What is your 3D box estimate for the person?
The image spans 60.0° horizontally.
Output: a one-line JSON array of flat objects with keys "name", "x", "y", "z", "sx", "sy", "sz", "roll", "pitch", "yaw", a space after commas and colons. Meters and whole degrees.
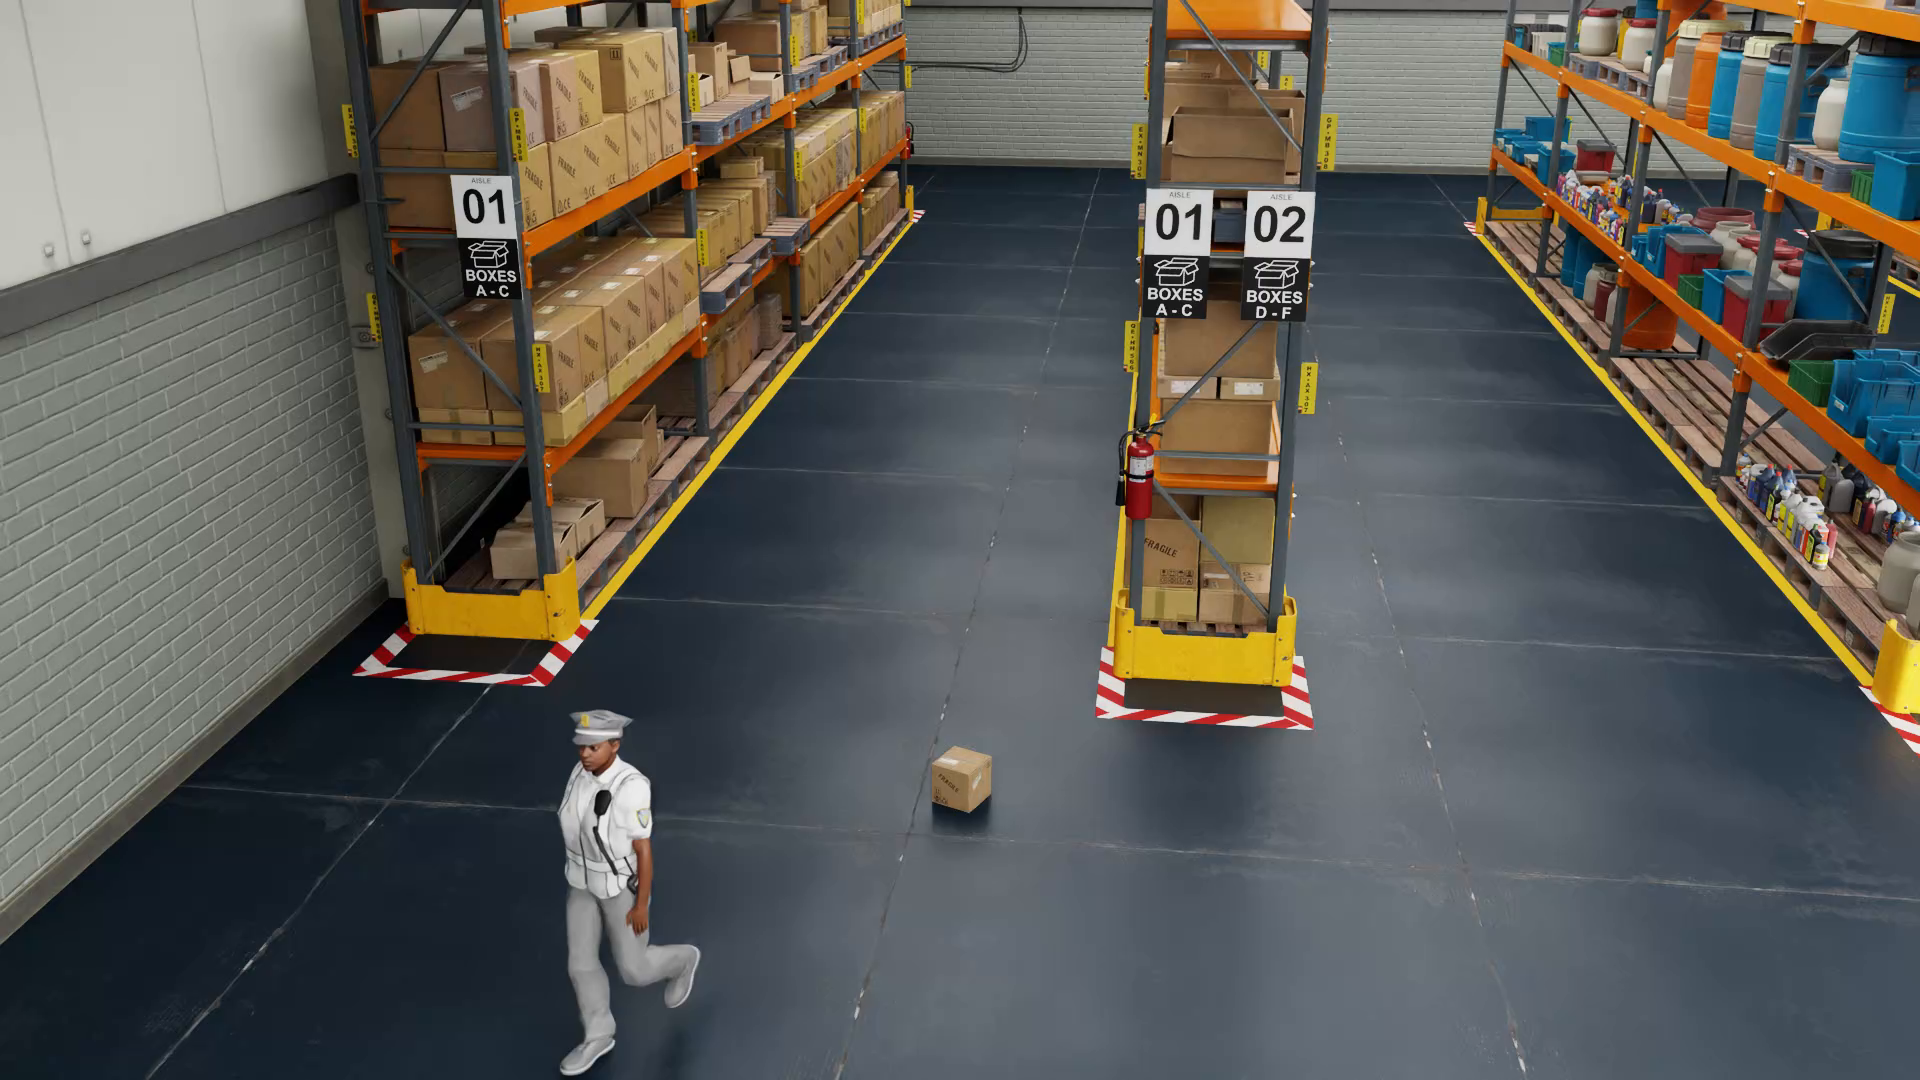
[{"name": "person", "x": -1.489, "y": 1.474, "z": 7.229, "sx": 0.455, "sy": 1.664, "sz": 0.734, "roll": 12, "pitch": 24, "yaw": 29}]
